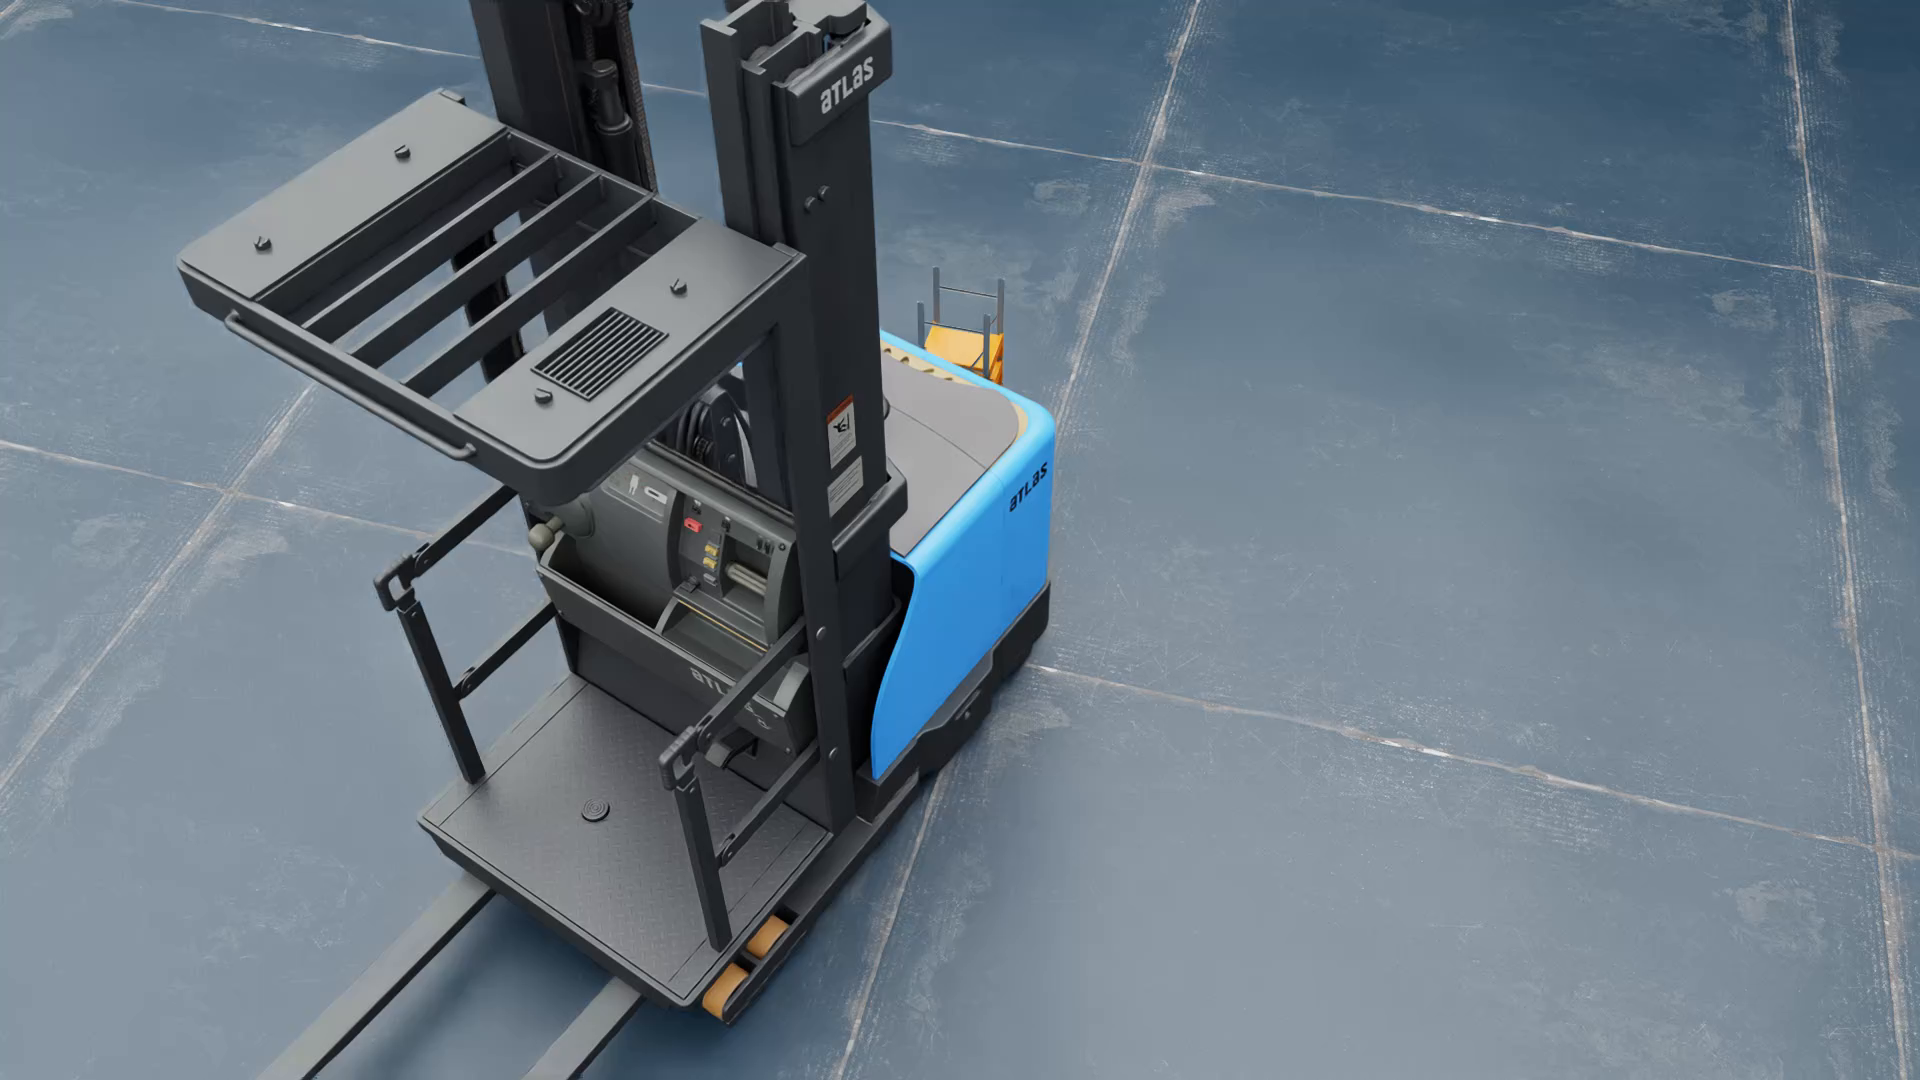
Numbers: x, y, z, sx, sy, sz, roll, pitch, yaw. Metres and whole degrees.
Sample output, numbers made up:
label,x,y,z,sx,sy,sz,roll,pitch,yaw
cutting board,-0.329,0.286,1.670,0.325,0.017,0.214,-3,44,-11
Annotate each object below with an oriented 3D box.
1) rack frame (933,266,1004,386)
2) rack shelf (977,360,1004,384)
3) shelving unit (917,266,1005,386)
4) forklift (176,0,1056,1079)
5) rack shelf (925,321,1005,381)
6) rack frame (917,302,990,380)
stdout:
label,x,y,z,sx,sy,sz,roll,pitch,yaw
rack frame,0.028,-0.474,5.868,0.240,1.200,0.006,12,50,10
rack shelf,0.004,-0.537,5.663,0.258,0.103,0.180,12,50,10
shelving unit,0.004,-0.407,5.809,0.258,1.200,0.189,12,50,10
forklift,-0.938,0.046,4.255,1.130,2.935,3.031,27,54,22
rack shelf,0.004,-0.616,5.573,0.258,0.103,0.180,12,50,10
rack frame,-0.020,-0.341,5.751,0.240,1.200,0.006,12,50,10
